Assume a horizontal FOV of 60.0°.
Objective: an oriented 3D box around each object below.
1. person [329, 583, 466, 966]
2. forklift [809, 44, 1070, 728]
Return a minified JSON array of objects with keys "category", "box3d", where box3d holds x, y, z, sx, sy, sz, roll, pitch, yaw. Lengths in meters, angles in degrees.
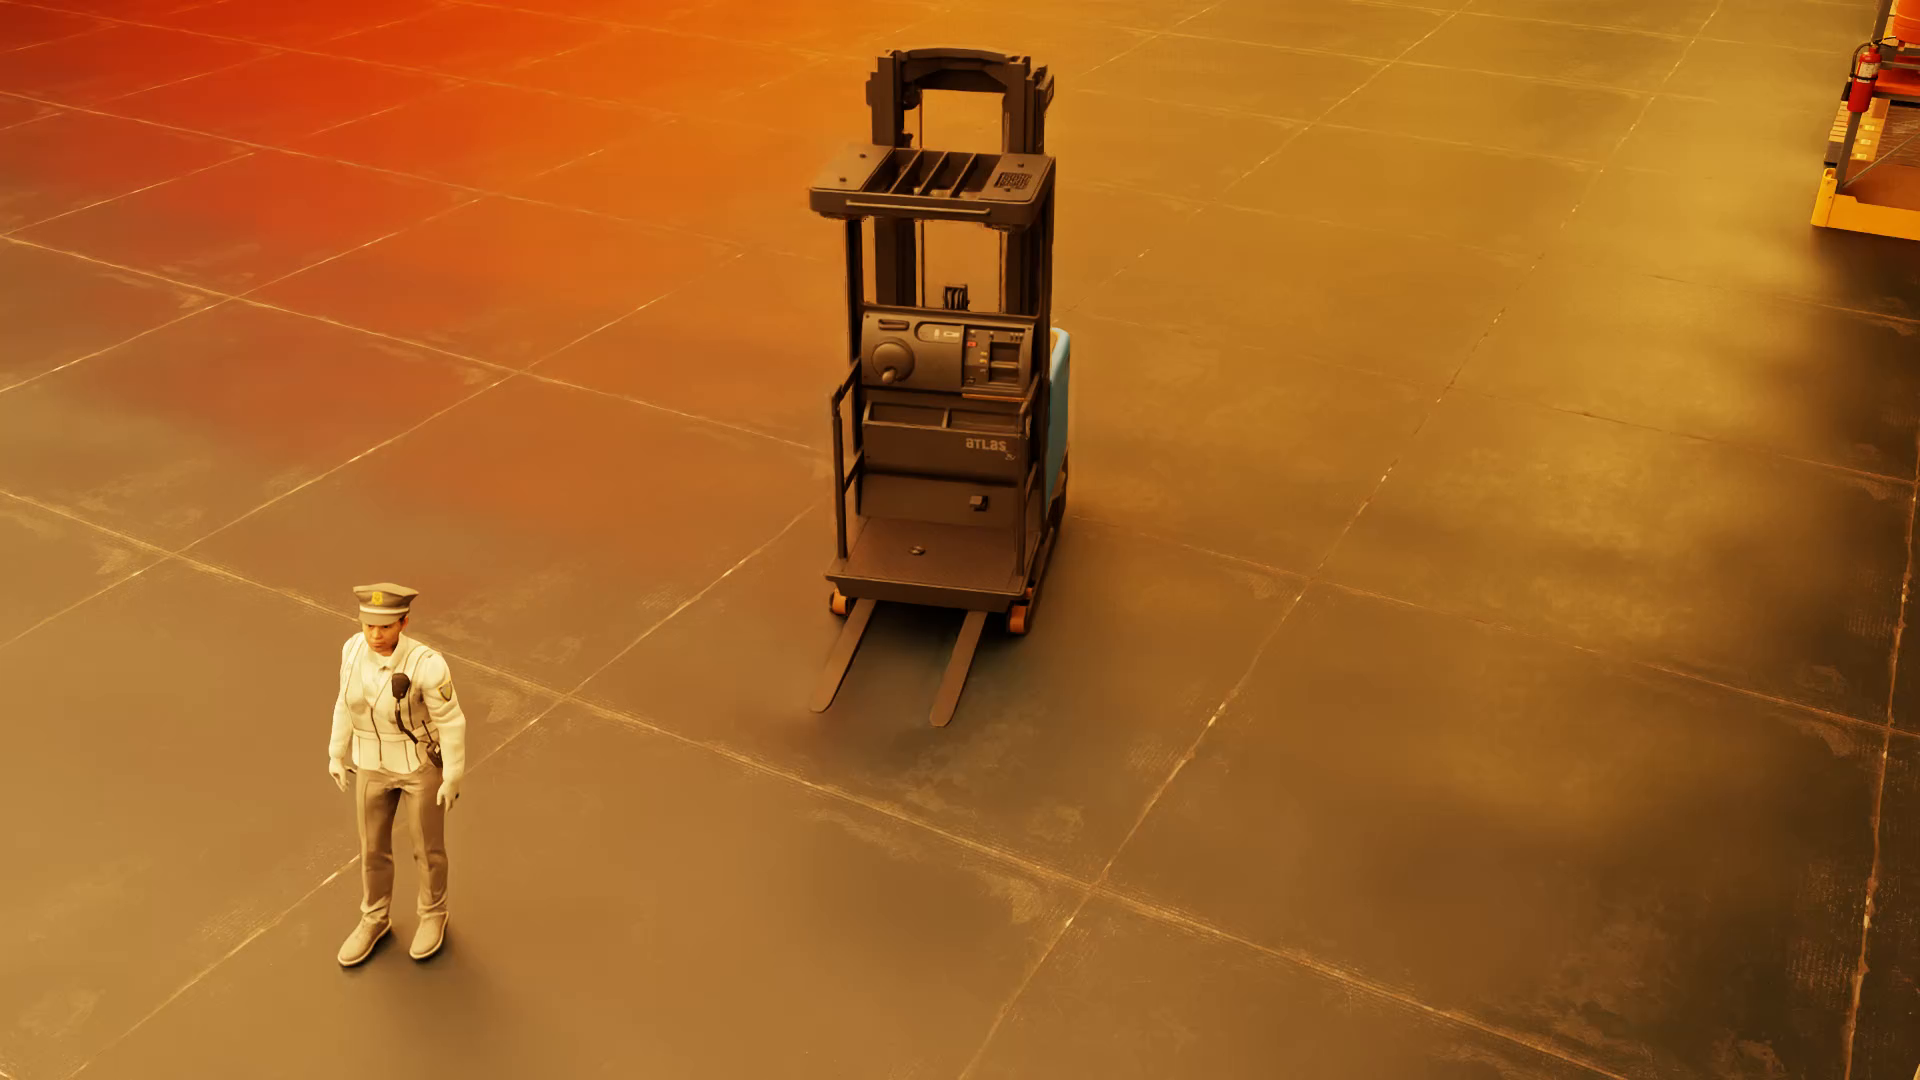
[{"category":"person","box3d":[-2.273,0.942,6.665,0.578,1.698,0.526,6,31,11]},{"category":"forklift","box3d":[-0.110,-0.952,8.721,1.130,2.935,3.031,6,30,10]}]
